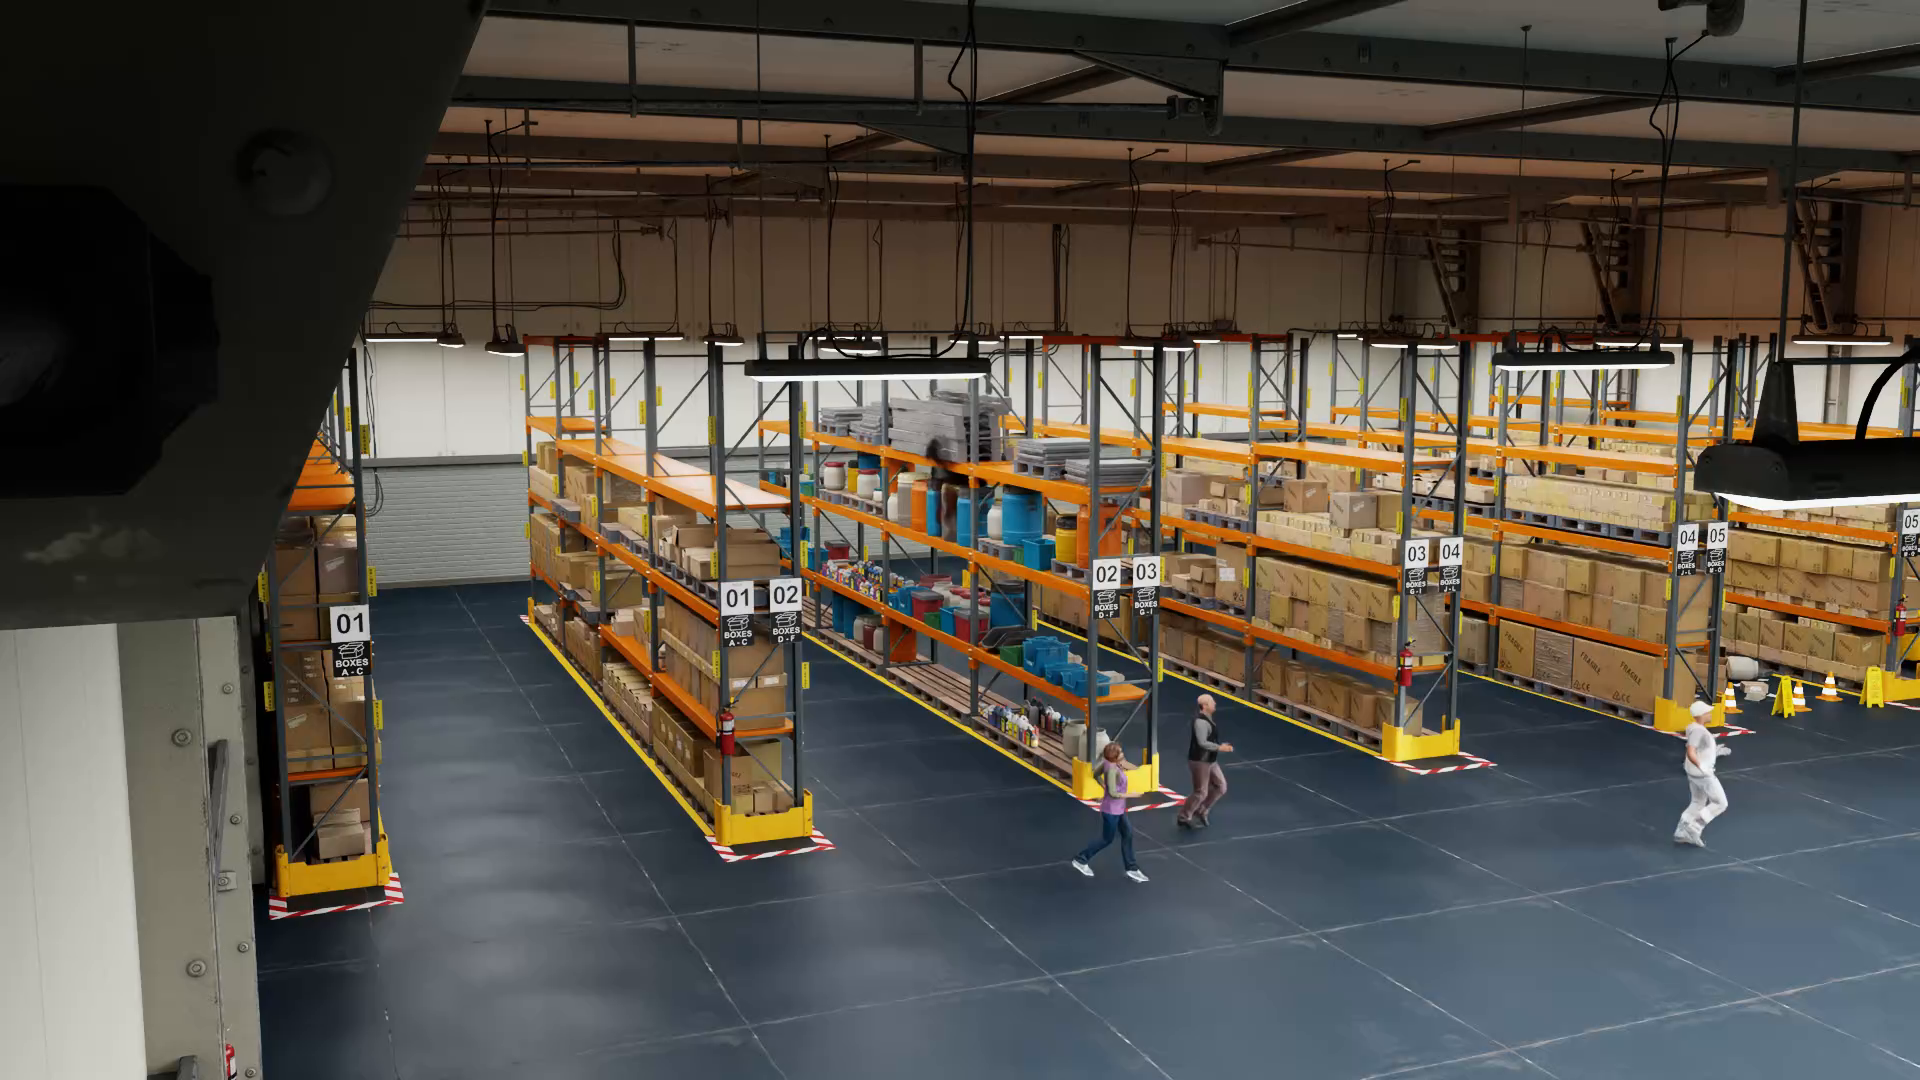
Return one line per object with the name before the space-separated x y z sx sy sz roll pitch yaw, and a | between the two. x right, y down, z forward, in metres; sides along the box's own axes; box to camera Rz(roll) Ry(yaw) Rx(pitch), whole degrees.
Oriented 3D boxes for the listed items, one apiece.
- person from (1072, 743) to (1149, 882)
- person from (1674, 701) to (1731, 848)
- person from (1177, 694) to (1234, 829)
person | 1.699 3.061 18.689 0.860 1.614 0.550 1 8 7
person | 8.945 2.810 19.936 0.619 1.767 0.640 1 8 9
person | 3.059 2.763 20.647 0.685 1.741 0.681 2 8 16
